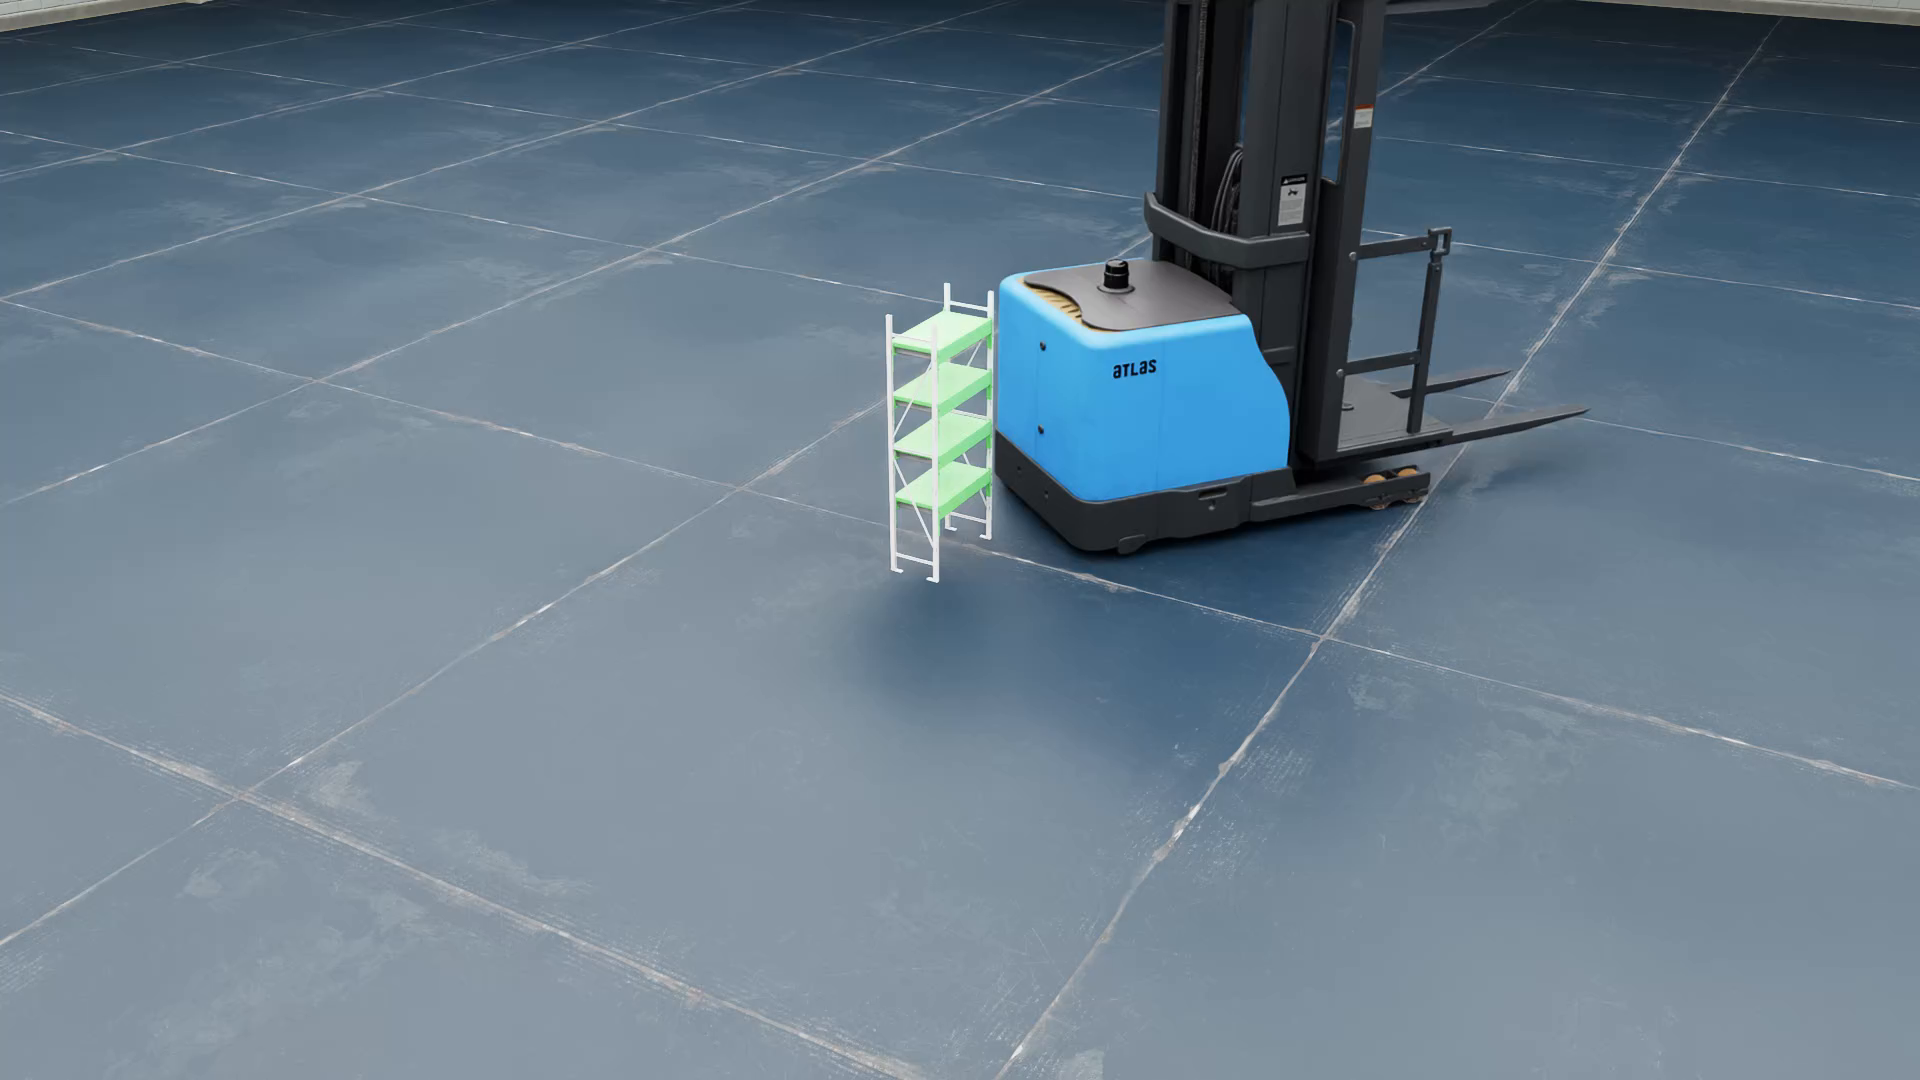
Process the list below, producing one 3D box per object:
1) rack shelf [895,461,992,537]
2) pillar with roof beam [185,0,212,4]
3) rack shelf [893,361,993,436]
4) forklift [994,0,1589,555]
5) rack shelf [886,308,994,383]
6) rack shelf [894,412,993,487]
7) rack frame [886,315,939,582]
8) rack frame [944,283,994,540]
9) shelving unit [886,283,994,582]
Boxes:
[{"bbox_3d":[-0.081,-0.200,7.489,0.258,0.148,0.480,14,30,26],"label":"rack shelf"},{"bbox_3d":[-6.251,-10.211,18.095,9.100,9.000,0.400,14,30,26],"label":"pillar with roof beam"},{"bbox_3d":[-0.081,-0.629,7.274,0.258,0.148,0.480,14,30,26],"label":"rack shelf"},{"bbox_3d":[1.737,-1.662,7.795,3.031,2.935,1.130,-11,29,-20],"label":"forklift"},{"bbox_3d":[-0.081,-0.844,7.166,0.258,0.148,0.480,14,30,26],"label":"rack shelf"},{"bbox_3d":[-0.081,-0.415,7.381,0.258,0.148,0.480,14,30,26],"label":"rack shelf"},{"bbox_3d":[-0.201,-0.377,7.163,0.240,1.200,0.015,14,30,26],"label":"rack frame"},{"bbox_3d":[0.039,-0.567,7.543,0.240,1.200,0.015,14,30,26],"label":"rack frame"},{"bbox_3d":[-0.081,-0.472,7.353,0.258,1.200,0.503,14,30,26],"label":"shelving unit"}]
